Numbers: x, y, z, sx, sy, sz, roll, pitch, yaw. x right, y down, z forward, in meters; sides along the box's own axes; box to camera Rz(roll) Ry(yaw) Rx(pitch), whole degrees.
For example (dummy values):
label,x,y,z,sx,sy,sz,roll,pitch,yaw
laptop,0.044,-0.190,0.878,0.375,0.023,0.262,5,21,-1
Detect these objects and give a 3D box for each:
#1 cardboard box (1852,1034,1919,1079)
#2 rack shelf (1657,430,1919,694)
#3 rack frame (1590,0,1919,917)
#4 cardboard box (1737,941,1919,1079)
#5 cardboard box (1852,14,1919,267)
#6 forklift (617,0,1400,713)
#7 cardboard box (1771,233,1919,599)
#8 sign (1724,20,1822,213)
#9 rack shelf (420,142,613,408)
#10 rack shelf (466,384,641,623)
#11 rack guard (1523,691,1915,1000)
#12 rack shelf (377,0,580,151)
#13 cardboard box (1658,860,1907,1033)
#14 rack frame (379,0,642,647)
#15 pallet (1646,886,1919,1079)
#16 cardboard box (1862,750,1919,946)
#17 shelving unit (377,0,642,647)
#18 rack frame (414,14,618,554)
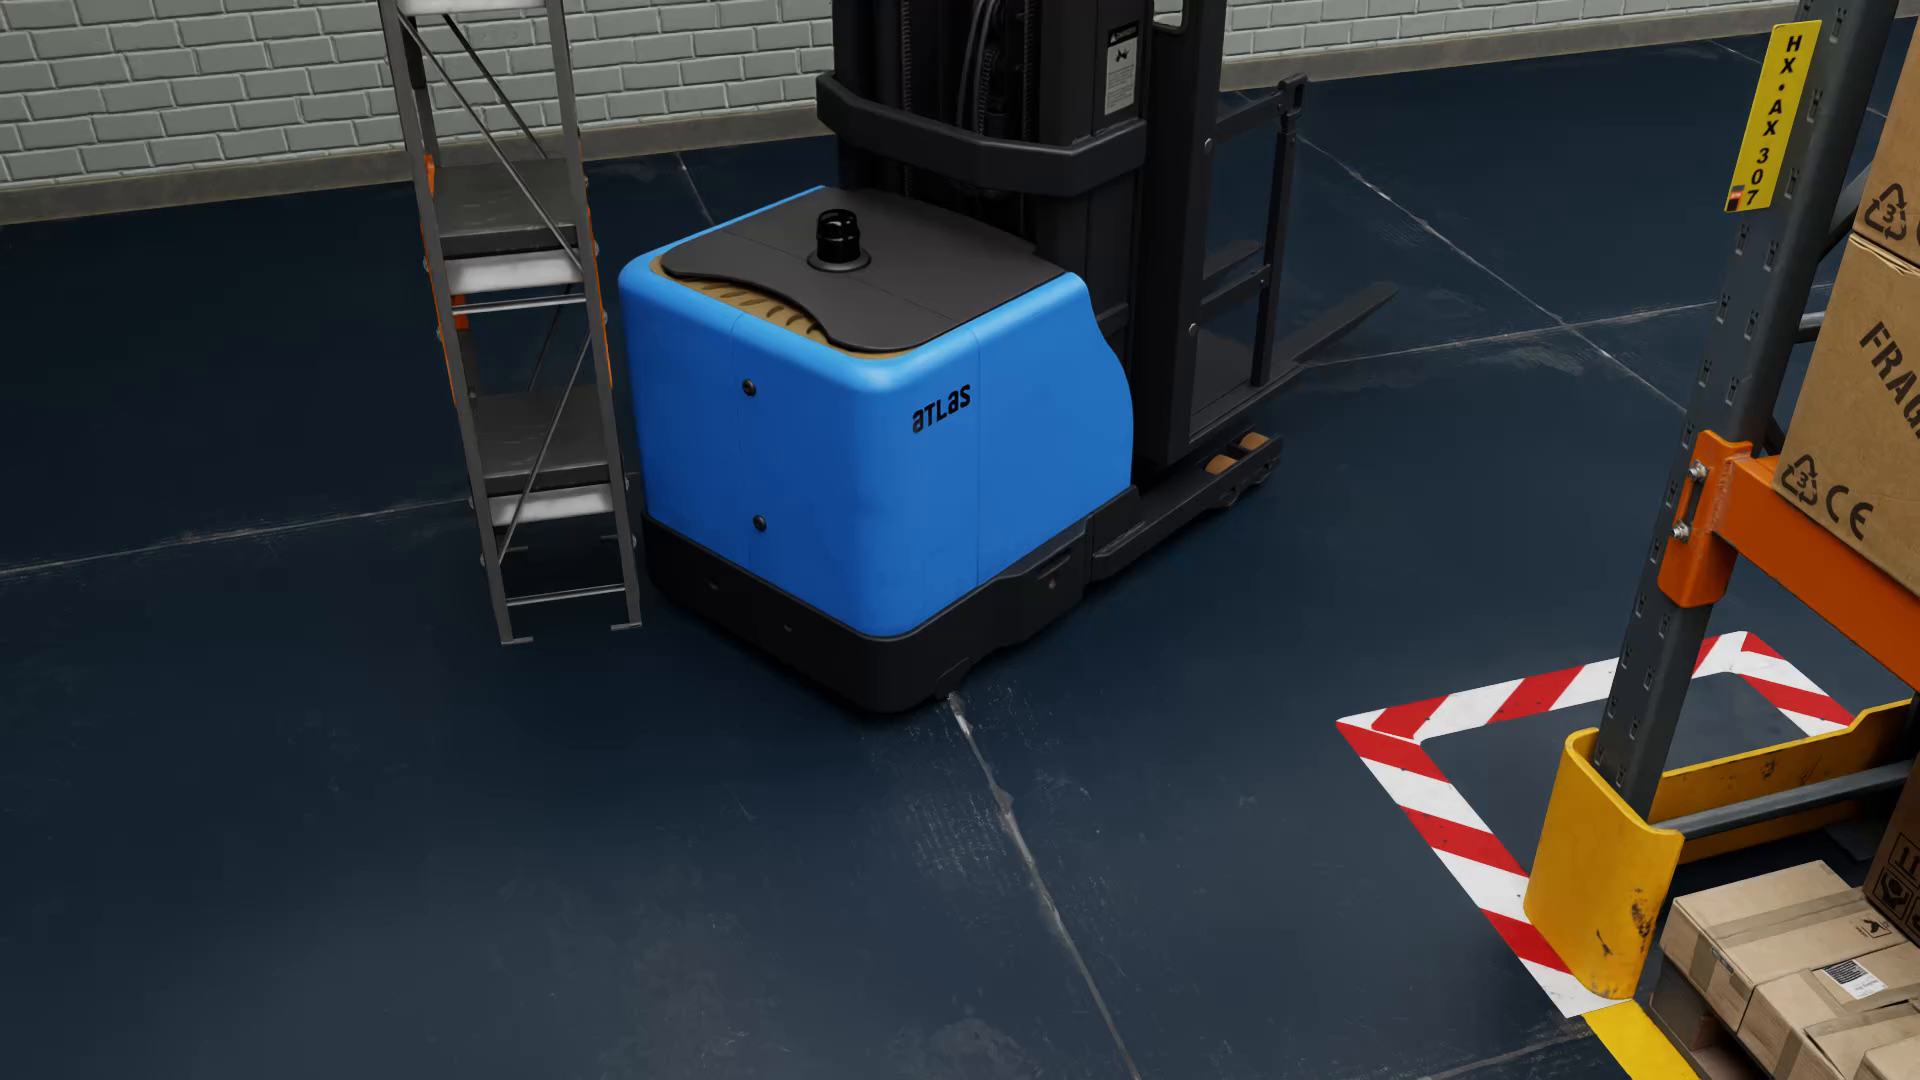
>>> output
label,x,y,z,sx,sy,sz,roll,pitch,yaw
cardboard box,1.948,1.113,2.940,0.500,0.250,0.500,-10,35,-15
rack shelf,2.510,0.904,1.814,1.077,0.370,4.000,-10,35,-15
rack frame,1.900,-0.446,3.205,1.000,3.000,0.127,-10,35,-15
cardboard box,1.776,0.961,3.246,0.380,0.166,0.250,-10,35,-15
cardboard box,1.784,-0.628,2.482,0.500,0.500,0.500,-9,35,-13
forklift,0.420,-1.496,4.856,1.130,2.935,3.031,26,41,33
cardboard box,1.784,-0.211,2.757,0.500,0.500,0.500,-9,35,-14
sign,1.383,-0.716,2.828,0.100,0.325,0.005,-10,35,-15
rack shelf,-1.183,-0.718,4.457,0.431,0.518,0.480,-8,34,-11
rack shelf,-1.183,-0.134,4.842,0.431,0.518,0.480,-8,34,-11
rack guard,1.923,0.636,3.833,1.175,0.500,0.348,-10,35,-15
rack shelf,-1.183,-1.302,4.071,0.431,0.518,0.480,-8,34,-11
cardboard box,1.700,0.837,3.449,0.380,0.149,0.250,-10,35,-15
rack frame,-1.125,-0.599,4.251,0.400,2.100,0.015,-8,34,-11
pallet,2.167,1.176,3.280,1.003,0.211,1.213,-10,35,-15
cardboard box,2.300,0.657,3.403,0.500,0.500,0.500,-10,35,-15
shelving unit,-1.183,-0.729,4.449,0.431,2.100,0.503,-8,34,-11
rack frame,-1.241,-0.860,4.647,0.400,2.100,0.015,-8,34,-11
